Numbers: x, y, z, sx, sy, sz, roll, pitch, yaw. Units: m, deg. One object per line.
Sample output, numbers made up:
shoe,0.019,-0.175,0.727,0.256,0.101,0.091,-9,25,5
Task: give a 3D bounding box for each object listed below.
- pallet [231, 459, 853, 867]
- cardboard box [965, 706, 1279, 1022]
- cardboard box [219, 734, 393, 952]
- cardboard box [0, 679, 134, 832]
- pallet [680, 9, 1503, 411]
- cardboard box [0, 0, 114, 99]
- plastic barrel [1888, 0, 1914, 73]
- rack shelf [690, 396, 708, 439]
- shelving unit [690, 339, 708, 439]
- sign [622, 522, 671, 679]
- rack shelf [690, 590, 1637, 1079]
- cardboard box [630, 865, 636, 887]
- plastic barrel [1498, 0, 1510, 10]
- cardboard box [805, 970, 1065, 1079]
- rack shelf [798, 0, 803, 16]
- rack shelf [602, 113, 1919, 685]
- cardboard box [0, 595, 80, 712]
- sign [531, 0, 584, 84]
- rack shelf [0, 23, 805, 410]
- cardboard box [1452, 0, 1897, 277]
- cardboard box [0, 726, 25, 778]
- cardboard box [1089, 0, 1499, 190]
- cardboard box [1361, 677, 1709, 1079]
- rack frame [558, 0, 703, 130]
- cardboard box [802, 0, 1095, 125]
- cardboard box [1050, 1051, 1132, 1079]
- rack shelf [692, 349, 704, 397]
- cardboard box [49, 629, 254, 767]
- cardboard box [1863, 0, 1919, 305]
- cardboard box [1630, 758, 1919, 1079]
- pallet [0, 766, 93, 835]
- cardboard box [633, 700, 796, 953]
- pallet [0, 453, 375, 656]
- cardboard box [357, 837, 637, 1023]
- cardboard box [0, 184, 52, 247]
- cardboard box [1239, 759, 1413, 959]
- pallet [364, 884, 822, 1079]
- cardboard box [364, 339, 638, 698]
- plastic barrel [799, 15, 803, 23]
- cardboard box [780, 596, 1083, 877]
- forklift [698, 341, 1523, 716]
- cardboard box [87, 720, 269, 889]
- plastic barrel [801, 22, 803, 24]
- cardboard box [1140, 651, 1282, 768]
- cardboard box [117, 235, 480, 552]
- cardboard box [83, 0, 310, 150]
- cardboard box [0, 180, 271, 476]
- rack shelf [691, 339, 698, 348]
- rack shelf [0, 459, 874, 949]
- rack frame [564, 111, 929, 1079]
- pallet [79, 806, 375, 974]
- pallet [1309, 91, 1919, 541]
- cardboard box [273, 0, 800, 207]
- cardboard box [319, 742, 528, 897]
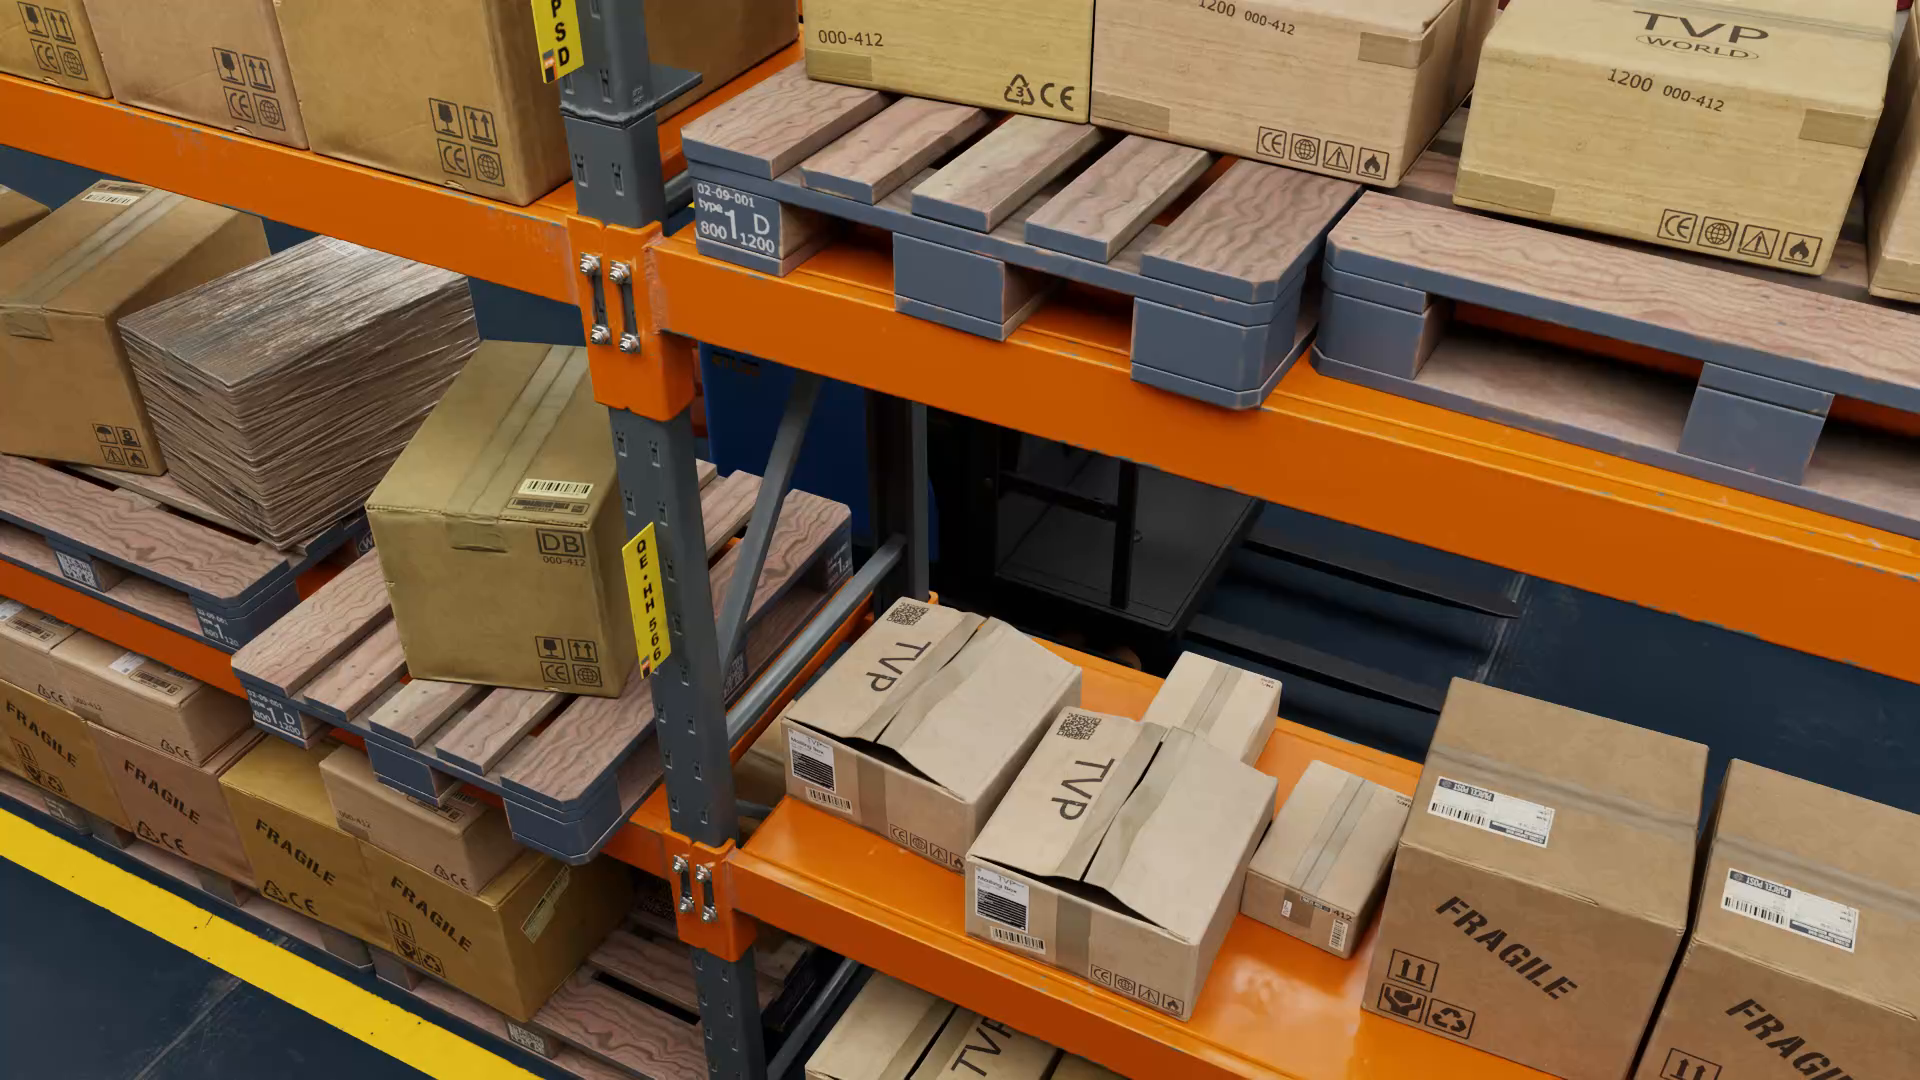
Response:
pallet,-0.996,0.181,4.189,1.003,0.211,1.213,17,41,21
cardboard box,0.344,0.643,3.495,0.500,0.311,0.500,17,40,21
cardboard box,-1.759,0.798,4.922,0.500,0.500,0.500,16,40,20
cardboard box,-2.677,0.514,5.295,0.500,0.500,0.500,18,41,22
pallet,0.282,-0.724,2.898,1.003,0.211,1.213,19,41,24
cardboard box,-1.679,-1.369,3.509,0.500,0.500,0.910,17,41,21
plastic barrel,3.687,-2.053,6.861,0.433,0.535,0.433,0,37,0
rack shelf,-1.130,-0.502,6.854,0.480,0.148,0.258,9,38,13
shelving unit,-1.133,-0.714,6.694,0.503,1.200,0.258,9,38,13
sign,-0.603,0.120,3.219,0.005,0.325,0.100,17,41,21
rack shelf,1.414,1.098,3.418,4.000,0.370,1.077,17,41,21
cardboard box,-1.102,0.653,5.112,0.500,0.500,0.500,16,40,20
plastic barrel,2.471,-2.491,7.438,0.708,0.536,0.600,17,41,21
cardboard box,-0.032,1.263,4.068,0.500,0.311,0.500,19,41,23
rack shelf,0.144,-2.673,8.385,4.000,0.370,1.077,17,41,21
rack shelf,1.414,-0.097,2.511,4.000,0.370,1.077,17,41,21
cardboard box,-2.708,0.208,5.078,0.500,0.250,0.500,17,41,22
sign,-0.613,-0.855,2.487,0.005,0.325,0.100,17,41,21
rack shelf,-2.138,-1.209,3.976,4.000,0.370,1.077,17,41,21
cardboard box,1.044,-0.650,2.421,0.500,0.250,0.500,17,40,21
cardboard box,-3.117,0.371,5.484,0.500,0.500,0.500,18,41,22
cardboard box,0.541,-0.815,2.639,0.500,0.250,0.500,18,41,23
cardboard box,1.136,0.673,3.299,0.500,0.500,0.500,15,40,19
rack frame,-0.362,-2.134,2.119,0.127,3.000,1.000,17,41,21
cardboard box,0.067,-0.951,2.818,0.500,0.250,0.500,14,40,18
cardboard box,0.439,1.405,3.882,0.500,0.311,0.500,16,40,20
rack shelf,-1.132,-0.661,6.735,0.480,0.148,0.258,9,38,13
cardboard box,-2.262,0.347,4.895,0.500,0.250,0.500,17,40,21
cardboard box,1.521,-0.499,2.223,0.500,0.250,0.500,14,39,18
cardboard box,1.603,0.820,3.107,0.500,0.500,0.500,17,41,22
pallet,-3.174,0.460,5.970,1.213,0.211,1.003,17,41,21
cardboard box,-0.634,0.796,4.924,0.500,0.500,0.500,19,41,23
pallet,-2.091,-0.207,4.700,1.213,0.211,1.003,17,41,21
cardboard box,-1.300,0.942,4.732,0.500,0.500,0.500,19,41,23
cardboard box,-2.956,-0.655,4.702,0.500,0.500,0.700,24,43,28
cardboard box,0.797,0.680,3.581,0.250,0.149,0.380,20,42,25
pallet,-1.007,1.138,5.076,1.213,0.211,1.003,17,41,21
cardboard box,-0.973,-0.066,3.927,0.500,0.500,0.700,5,37,6
plastic barrel,-1.157,-2.686,9.196,0.708,0.901,0.600,17,41,21
cardboard box,-0.059,0.415,3.796,0.500,0.311,0.500,20,42,24
forklift,0.557,-0.989,5.629,3.031,2.935,1.130,18,41,22
cardboard box,-2.228,0.655,5.110,0.500,0.500,0.500,16,40,20
plastic barrel,-0.528,-2.489,8.937,0.708,0.901,0.600,17,41,21
cardboard box,0.564,0.457,3.875,0.250,0.149,0.380,17,41,21
cardboard box,-1.697,-0.423,4.397,0.500,0.500,0.700,26,44,30
cardboard box,-1.217,-1.224,3.318,0.500,0.500,0.910,17,41,21
cardboard box,-2.316,-0.606,4.637,0.500,0.500,0.700,8,38,10
rack shelf,-1.134,-0.839,6.600,0.480,0.148,0.258,9,38,13
rack shelf,-2.138,-0.014,4.883,4.000,0.370,1.077,17,41,21
rack frame,-0.362,0.255,3.933,0.127,3.000,1.000,17,41,21
pallet,-2.086,0.798,5.524,1.213,0.211,1.003,17,41,21
pallet,1.277,-0.414,2.490,1.213,0.211,1.003,19,41,24
cardboard box,-0.764,-1.083,3.132,0.500,0.500,0.910,17,41,21
cardboard box,-1.352,0.630,4.523,0.500,0.250,0.500,19,41,23
